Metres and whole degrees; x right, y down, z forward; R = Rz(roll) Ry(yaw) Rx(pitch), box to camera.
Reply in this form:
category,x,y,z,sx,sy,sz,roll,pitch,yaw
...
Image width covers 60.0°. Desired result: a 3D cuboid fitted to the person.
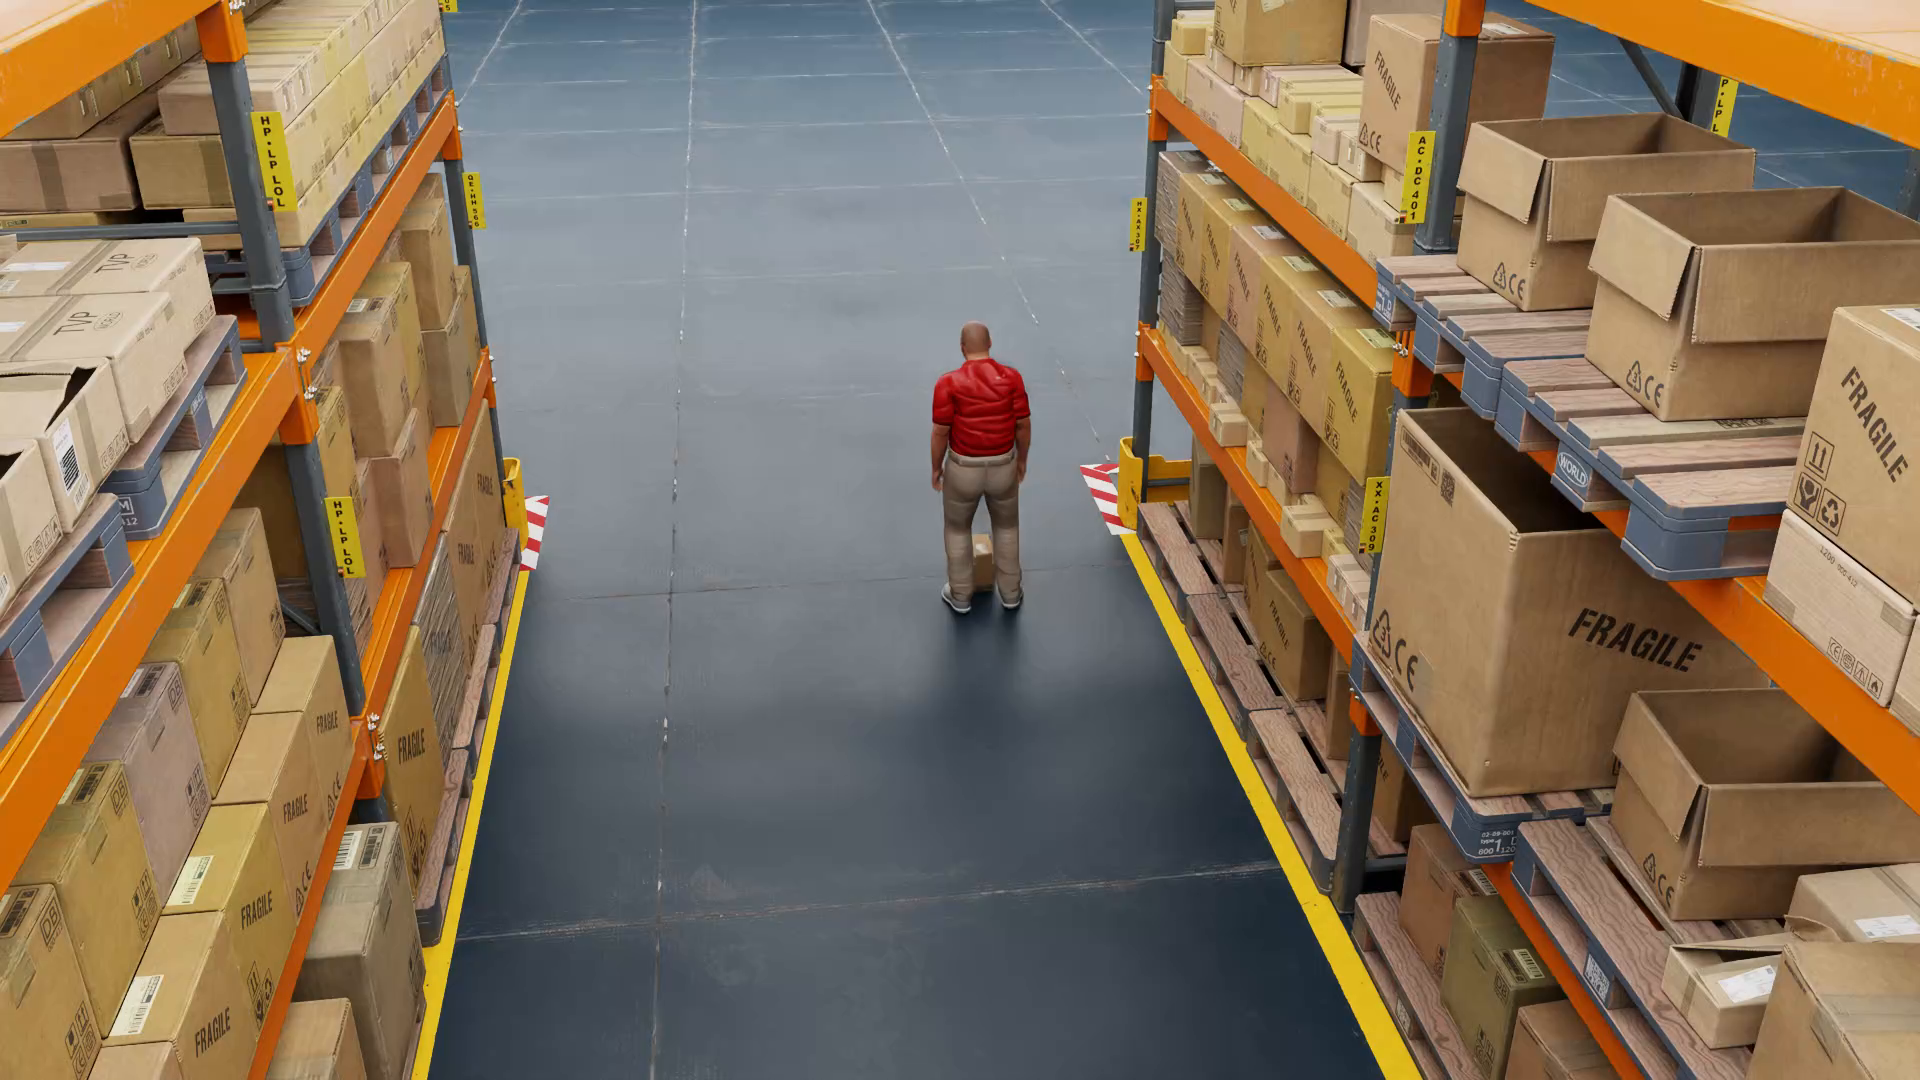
category,x,y,z,sx,sy,sz,roll,pitch,yaw
person,0.113,-0.400,9.419,0.578,1.727,0.390,-5,27,-9
